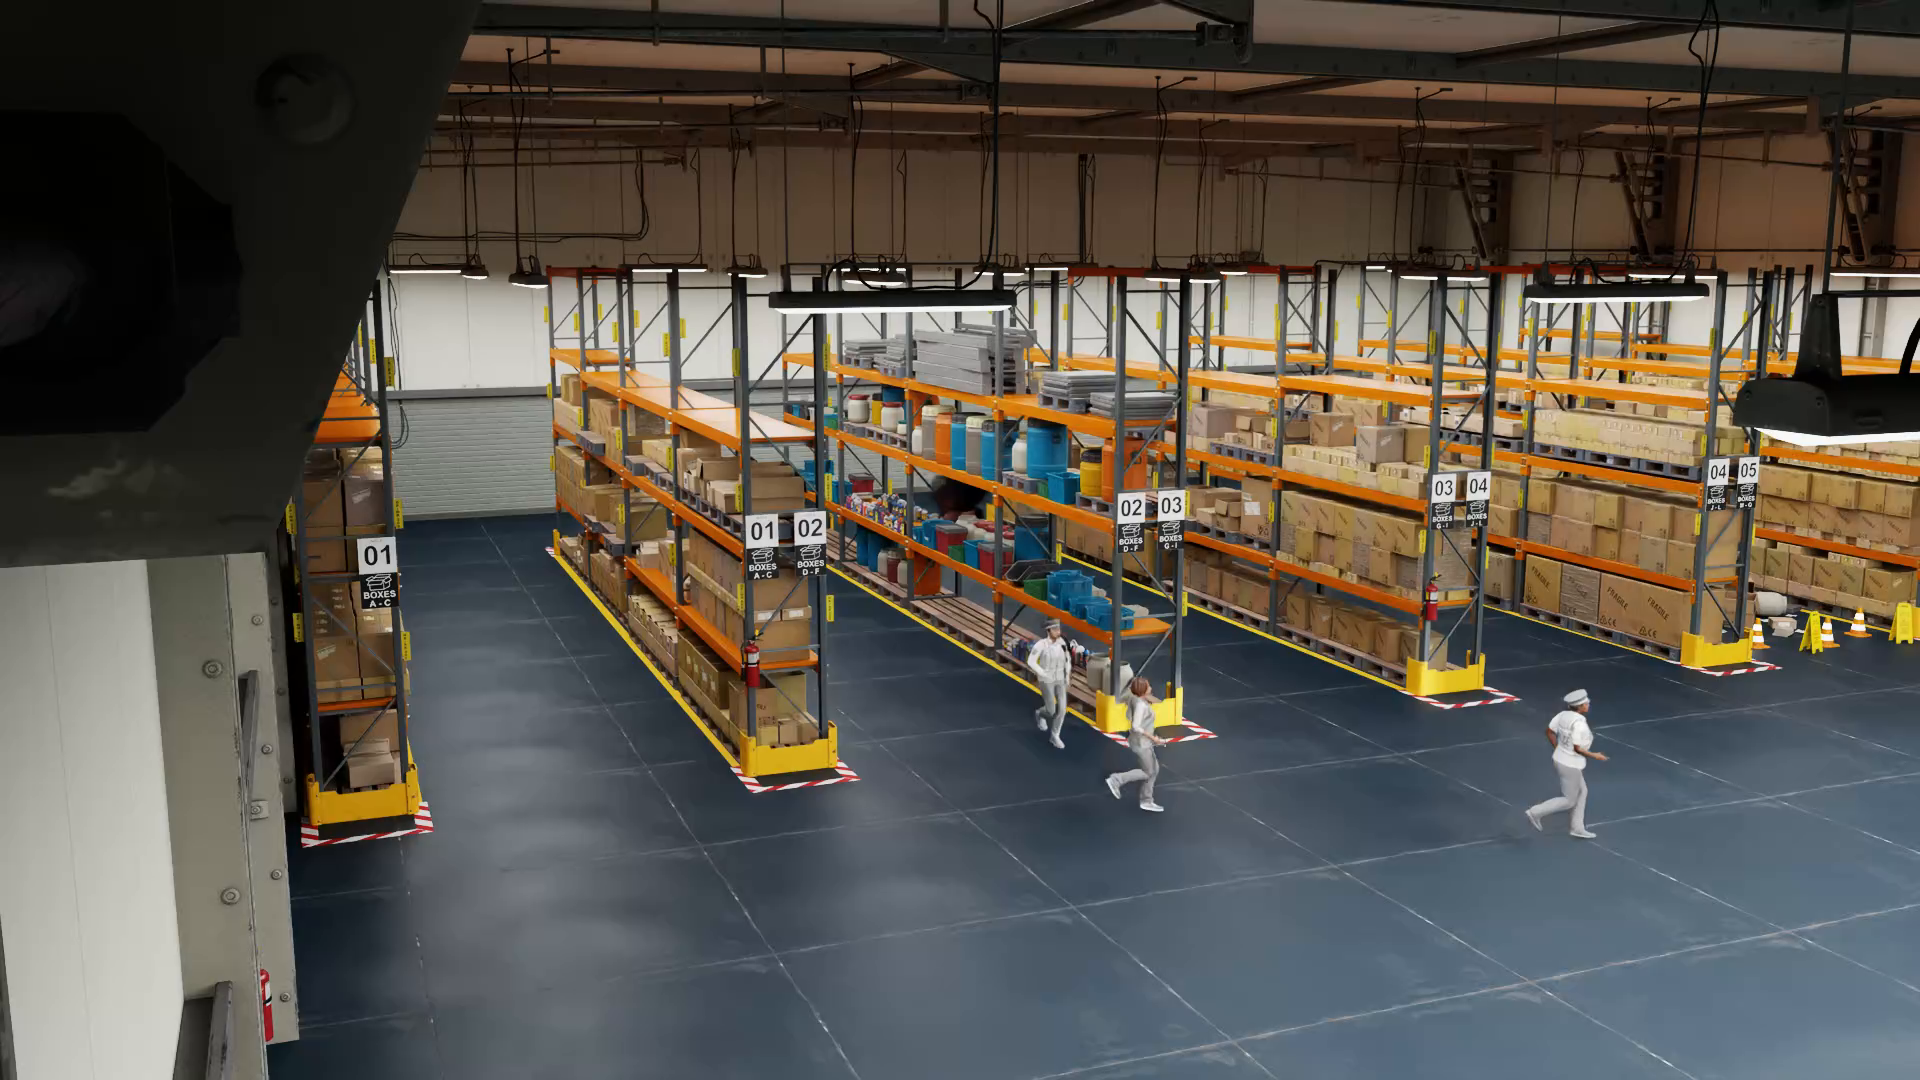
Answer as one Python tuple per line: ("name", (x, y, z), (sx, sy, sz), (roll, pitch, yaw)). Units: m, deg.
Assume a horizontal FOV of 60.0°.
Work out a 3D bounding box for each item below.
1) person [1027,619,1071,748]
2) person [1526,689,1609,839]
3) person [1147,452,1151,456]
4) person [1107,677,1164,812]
("person", (1.175, 1.819, 21.526), (0.657, 1.678, 0.622), (-5, 11, -24))
("person", (6.514, 2.429, 17.966), (0.827, 1.672, 0.565), (-1, 10, -4))
("person", (4.353, -1.306, 39.541), (0.627, 1.633, 0.765), (-4, 11, -19))
("person", (1.997, 2.324, 18.901), (0.664, 1.575, 0.536), (0, 10, 1))
